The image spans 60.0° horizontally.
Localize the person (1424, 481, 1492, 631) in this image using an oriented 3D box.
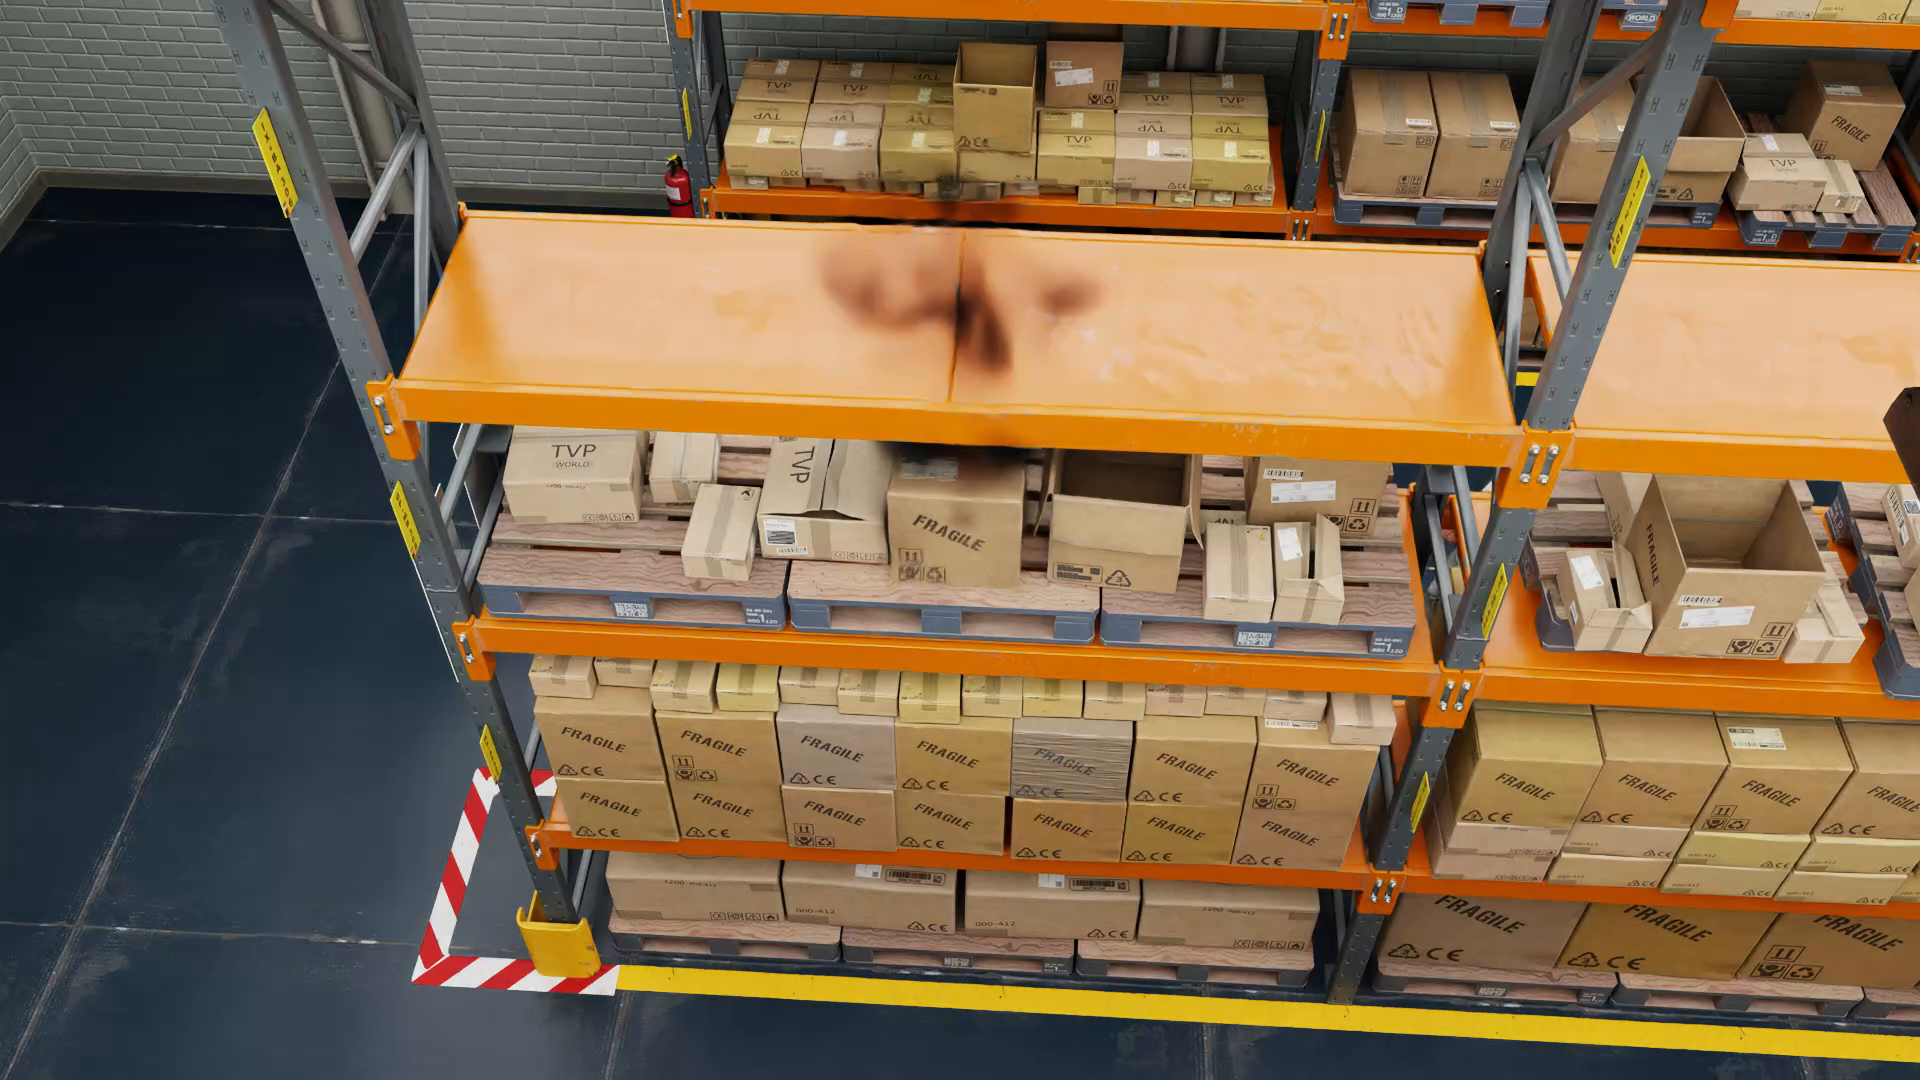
[{"bbox_3d":[2.986,0.121,9.410,0.971,1.754,0.657,1,48,1],"label":"person"}]
